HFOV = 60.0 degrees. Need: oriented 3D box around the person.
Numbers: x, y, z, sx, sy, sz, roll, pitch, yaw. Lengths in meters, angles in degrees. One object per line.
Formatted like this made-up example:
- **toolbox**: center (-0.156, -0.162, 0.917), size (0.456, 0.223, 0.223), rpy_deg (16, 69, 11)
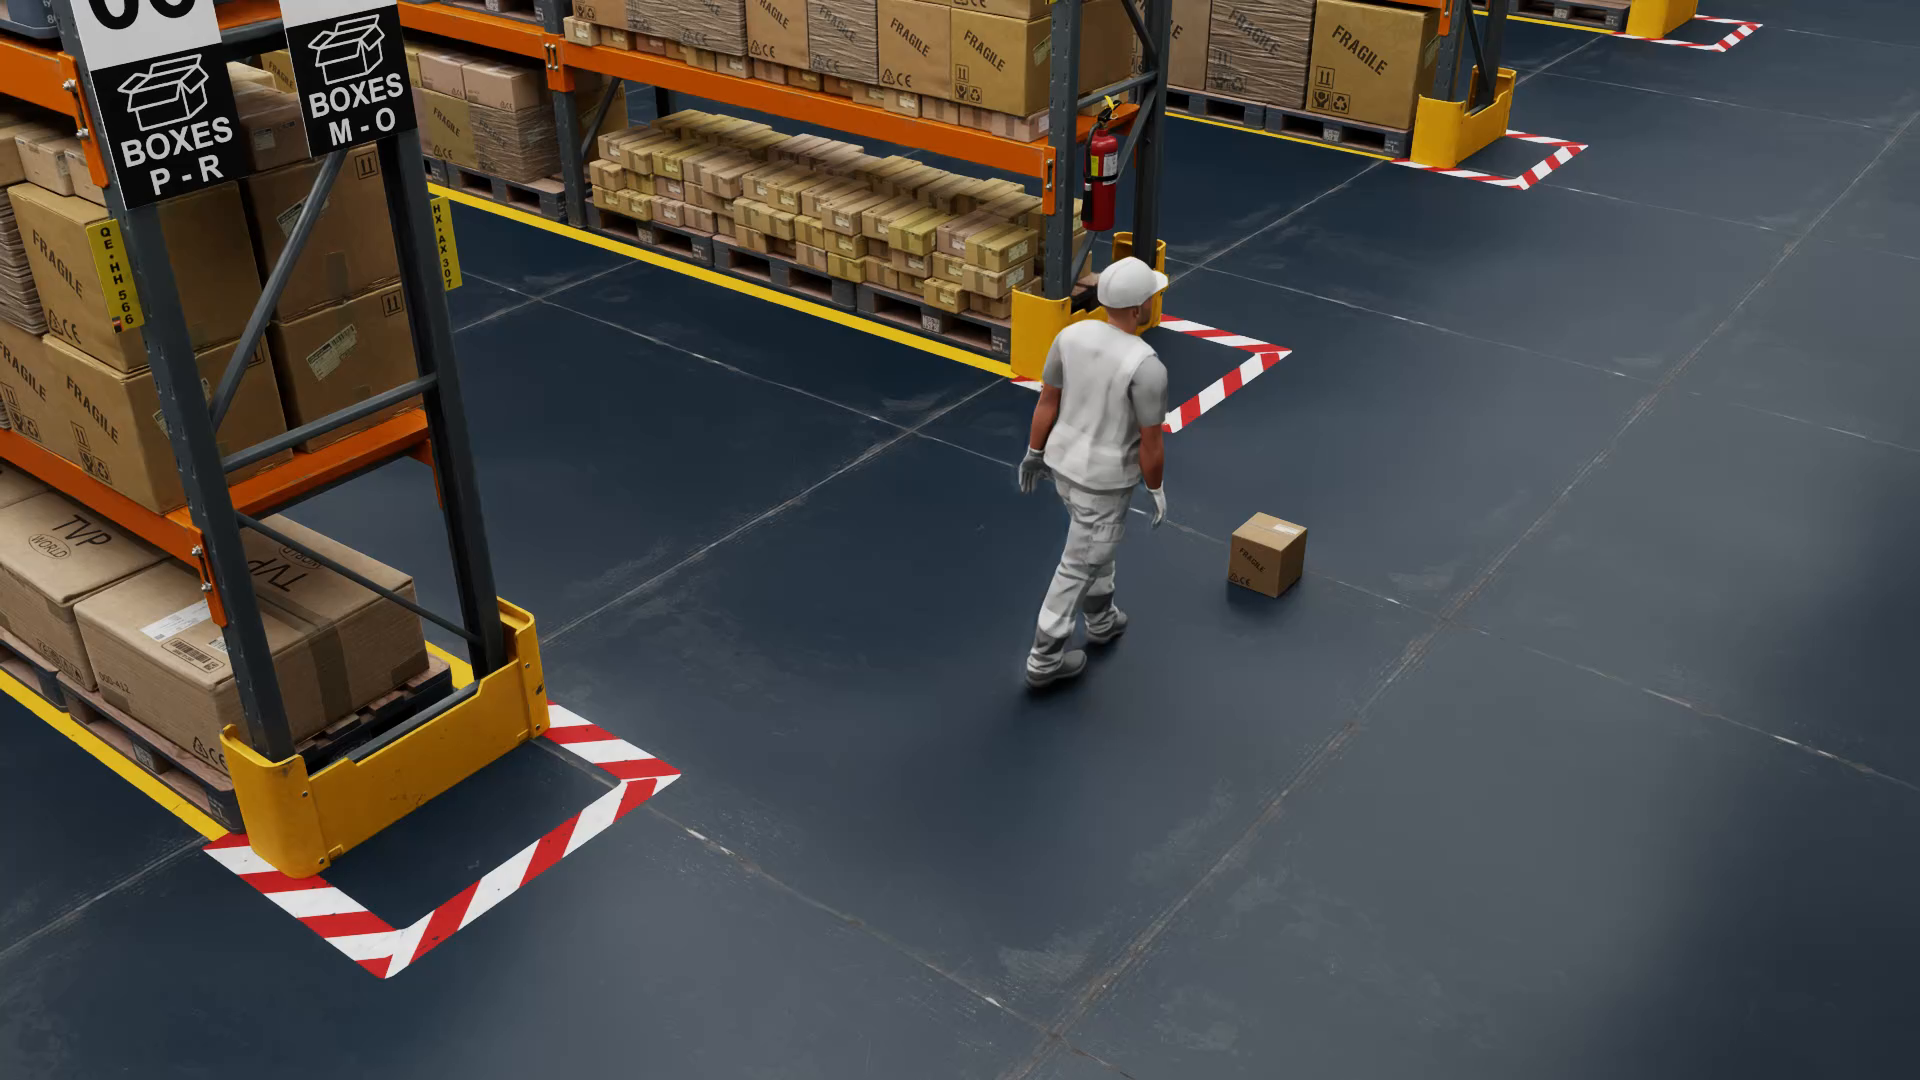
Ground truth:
- **person**: center (0.552, -0.246, 6.532), size (0.698, 1.795, 0.578), rpy_deg (-21, 37, -32)
